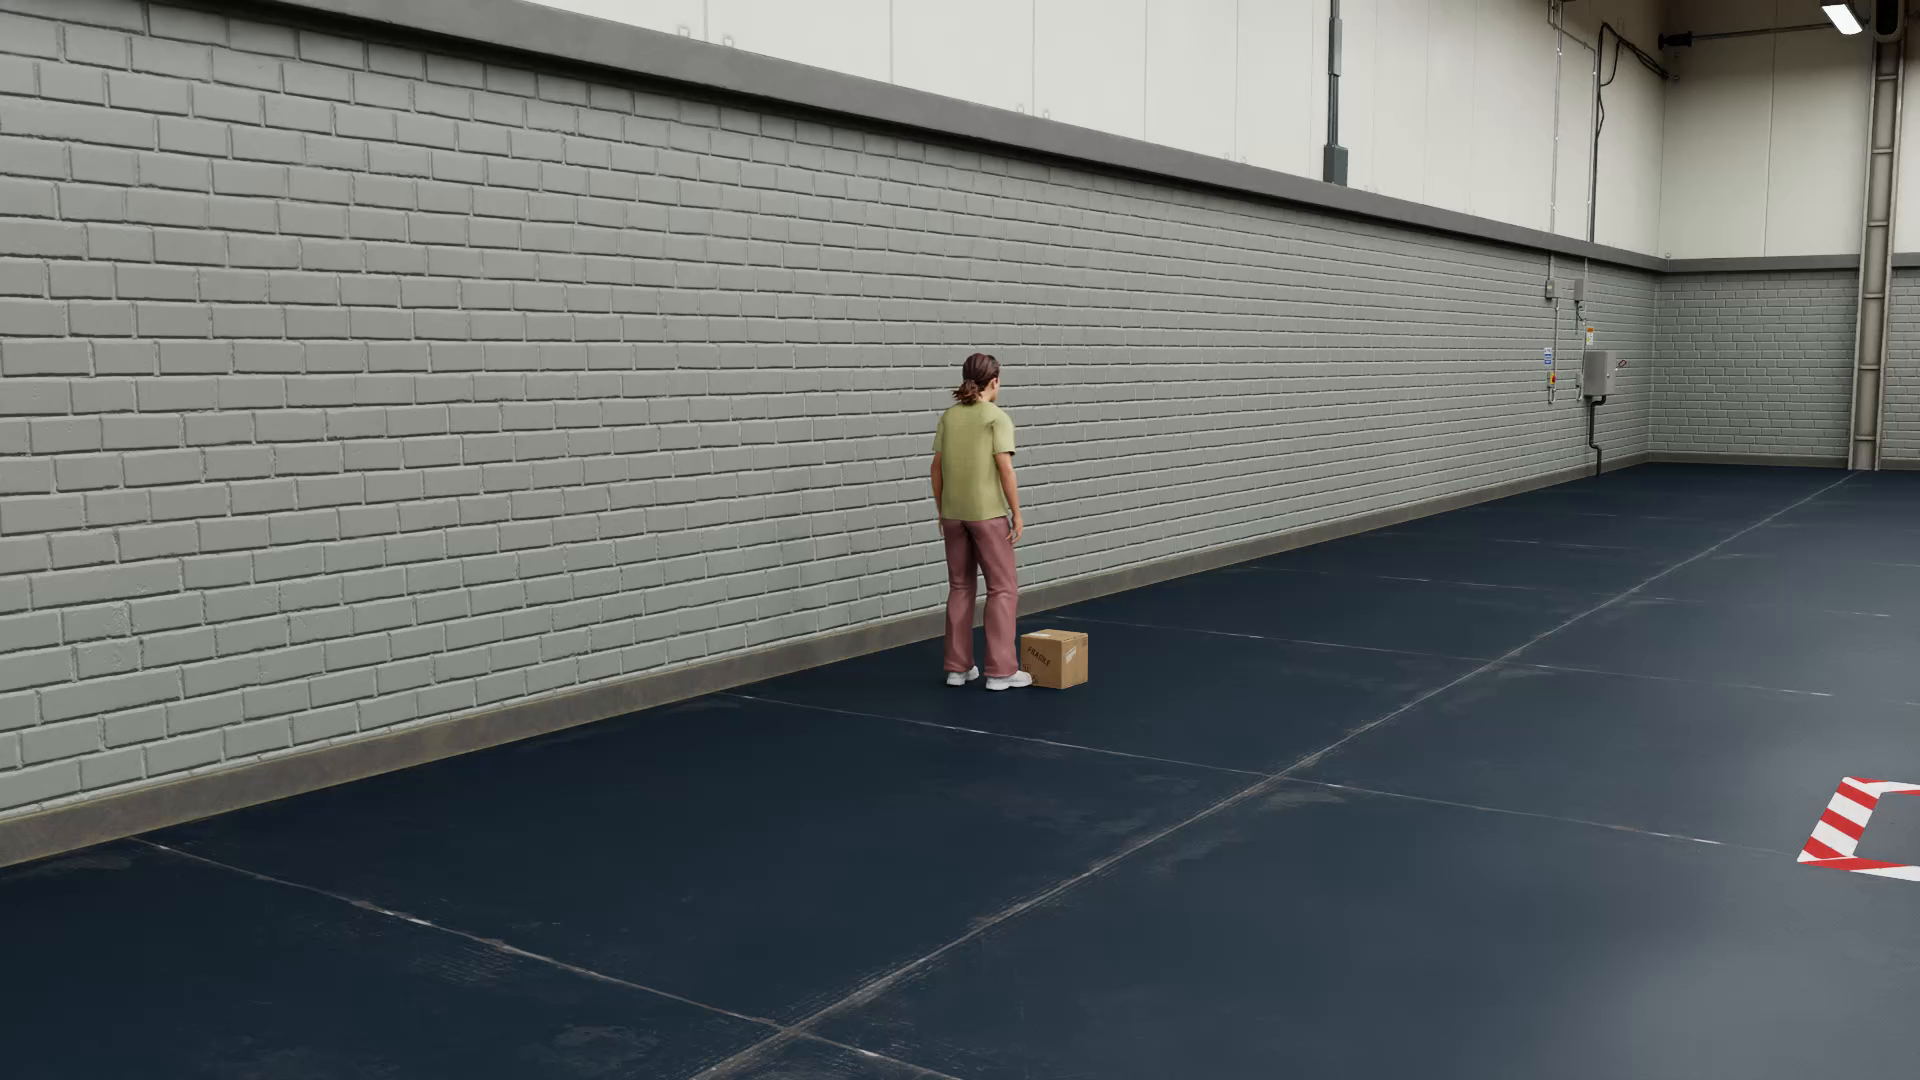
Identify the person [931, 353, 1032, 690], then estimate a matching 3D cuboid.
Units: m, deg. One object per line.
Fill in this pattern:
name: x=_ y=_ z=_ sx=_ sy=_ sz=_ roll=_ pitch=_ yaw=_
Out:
person: x=0.095 y=-0.099 z=8.350 sx=0.499 sy=1.673 sz=0.359 roll=4 pitch=8 yaw=34
